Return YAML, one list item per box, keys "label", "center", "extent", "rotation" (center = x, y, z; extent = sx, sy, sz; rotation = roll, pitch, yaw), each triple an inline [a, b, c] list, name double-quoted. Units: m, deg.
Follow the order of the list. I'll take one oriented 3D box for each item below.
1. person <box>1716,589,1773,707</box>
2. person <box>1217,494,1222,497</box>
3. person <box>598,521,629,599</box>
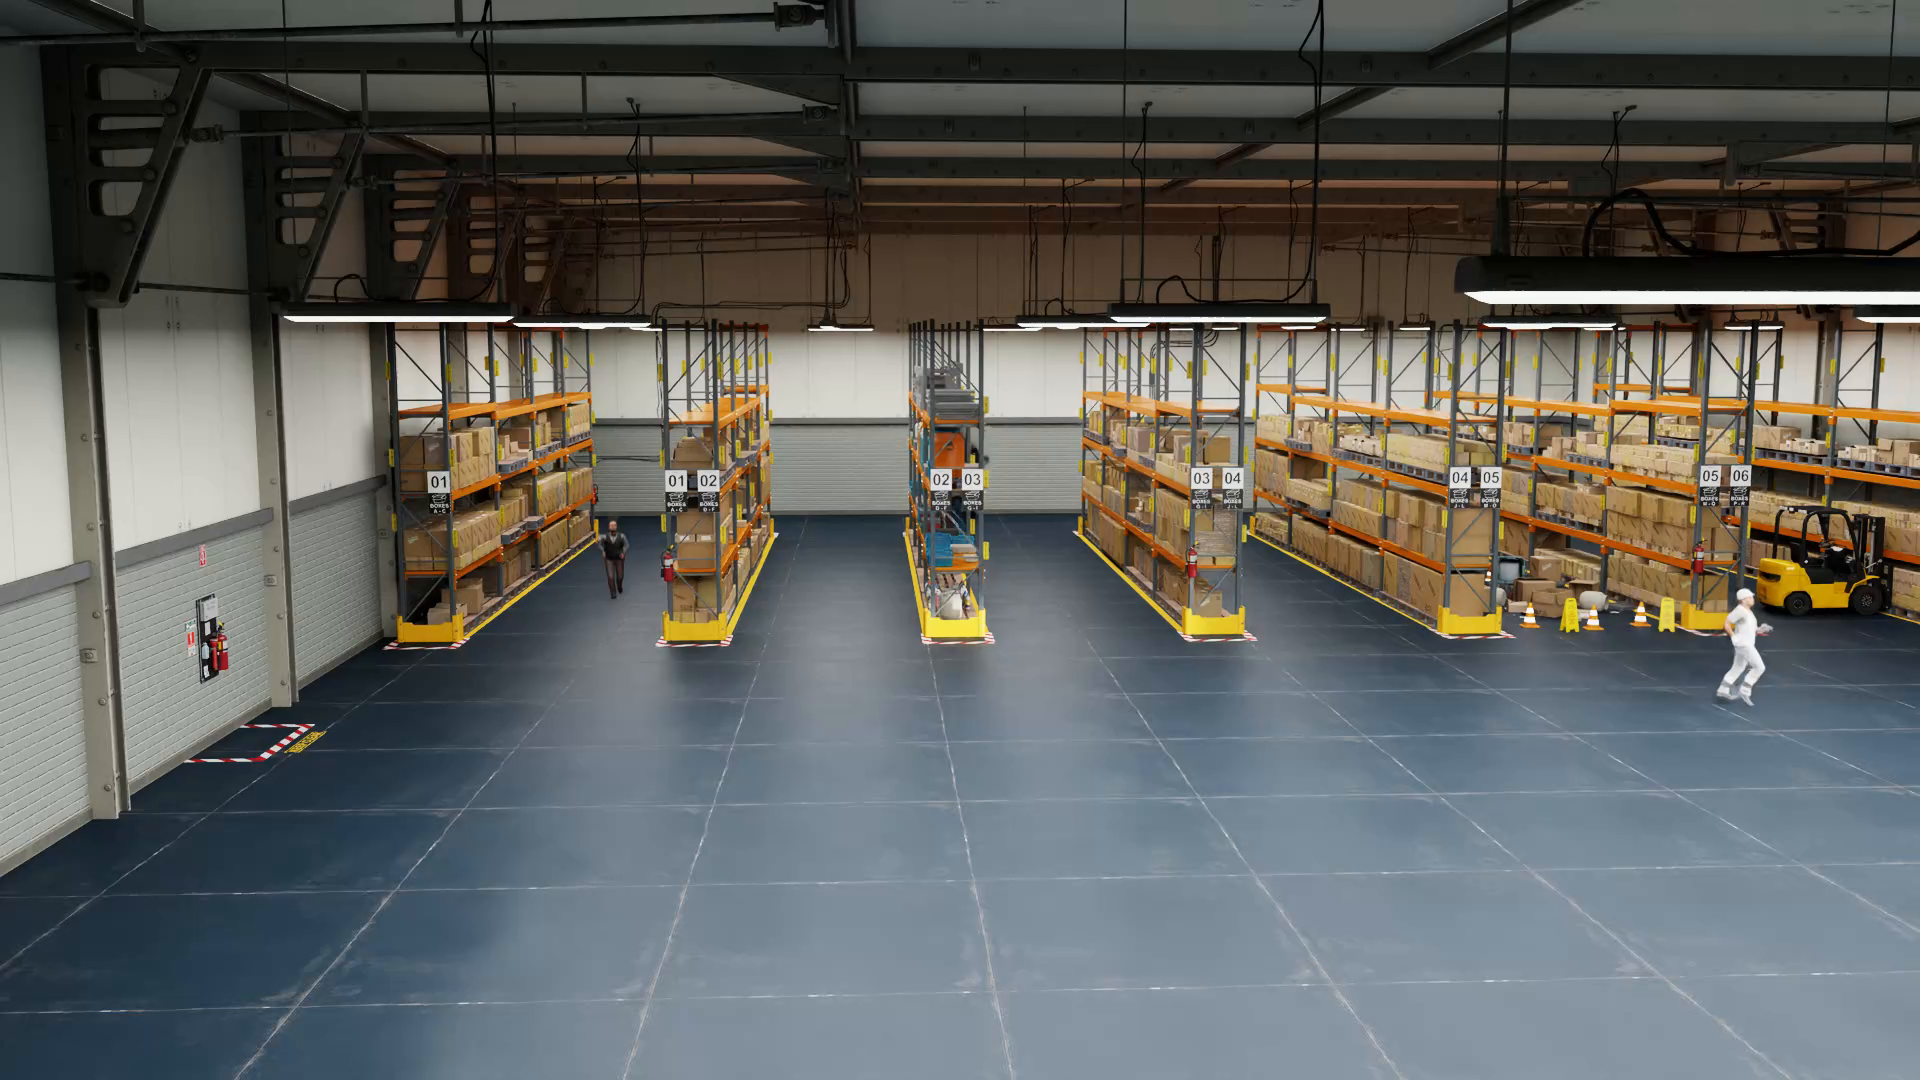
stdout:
- label: "person"
  center: [12.163, 1.662, 25.763]
  extent: [0.735, 1.817, 0.641]
  rotation: [4, 8, 28]
- label: "person"
  center: [7.262, -0.725, 45.500]
  extent: [0.742, 1.721, 0.610]
  rotation: [0, 7, 3]
- label: "person"
  center: [-7.529, 0.432, 36.159]
  extent: [0.657, 1.670, 0.609]
  rotation: [-1, 7, -12]
